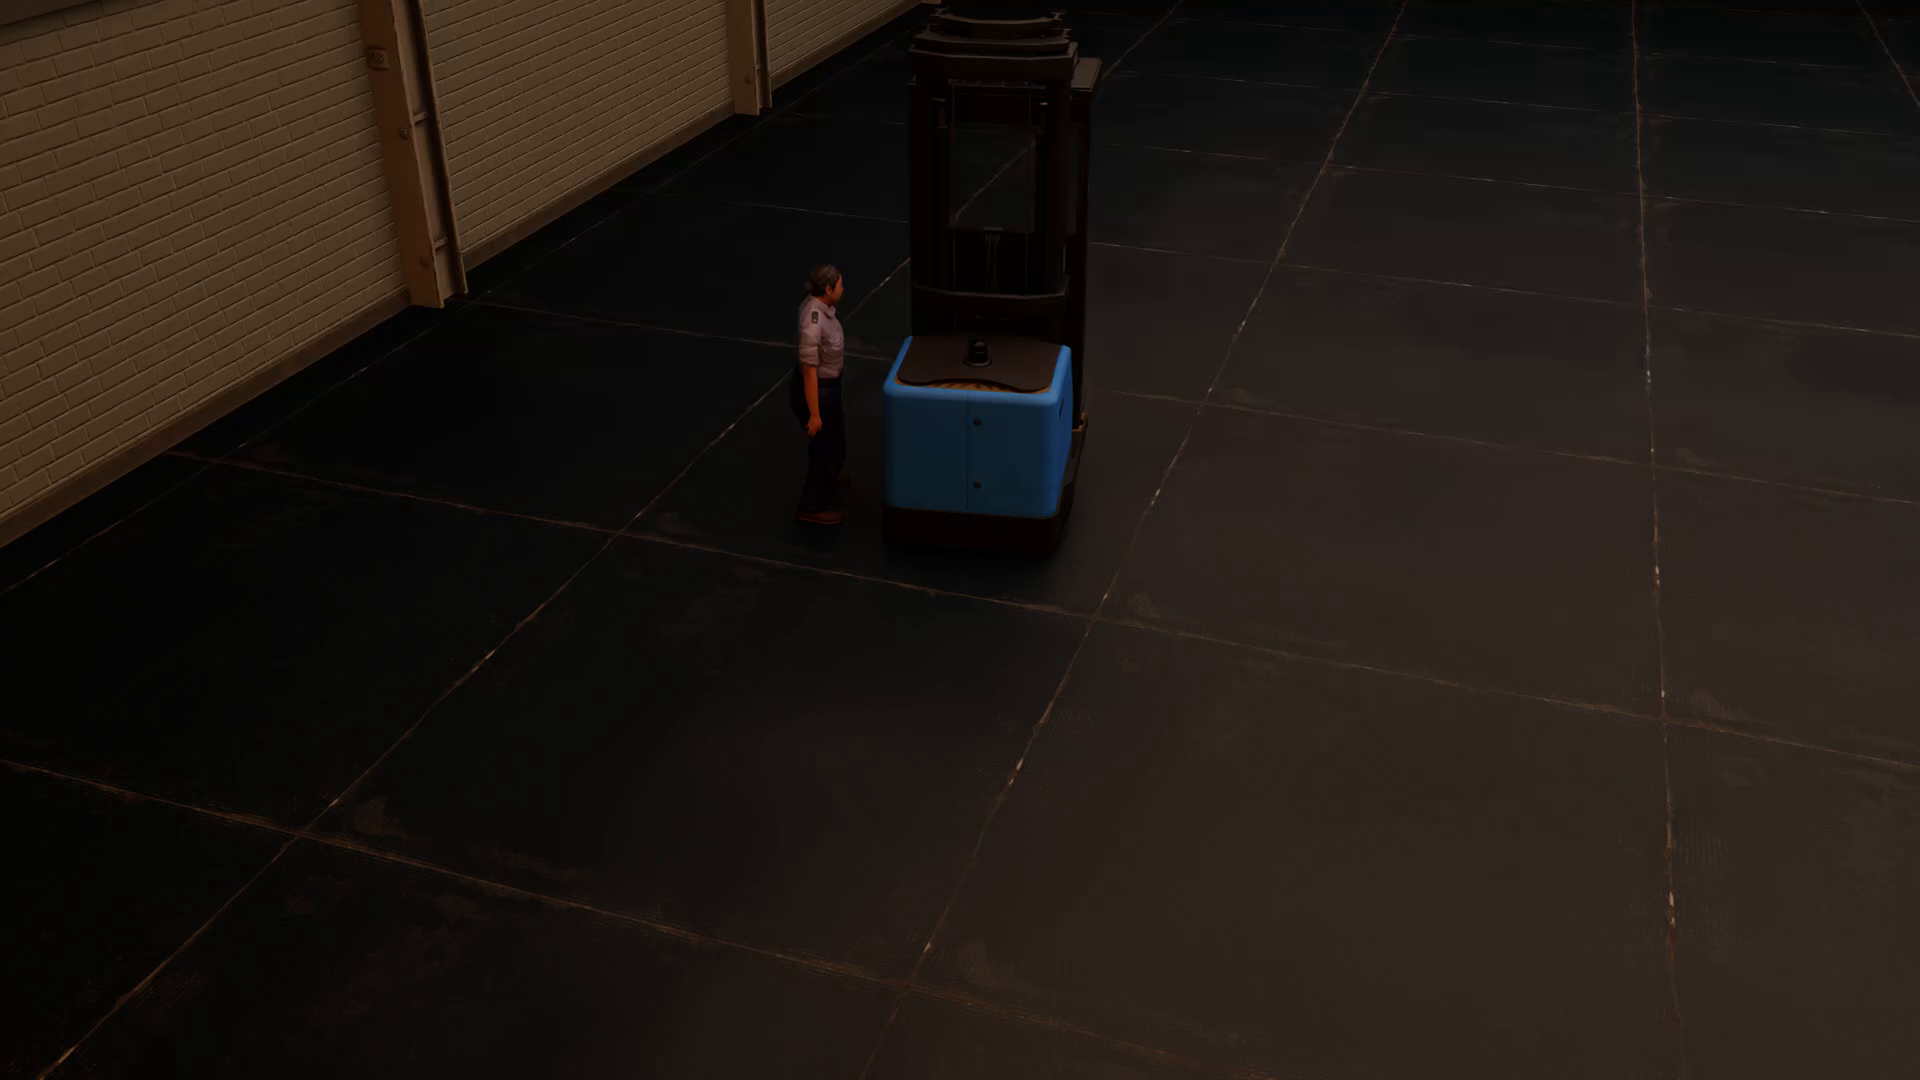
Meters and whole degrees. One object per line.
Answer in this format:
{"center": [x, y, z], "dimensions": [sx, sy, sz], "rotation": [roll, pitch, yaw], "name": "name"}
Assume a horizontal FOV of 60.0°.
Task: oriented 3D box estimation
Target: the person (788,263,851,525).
{"center": [-0.848, -0.902, 10.045], "dimensions": [0.374, 1.627, 0.766], "rotation": [-3, 30, -6], "name": "person"}

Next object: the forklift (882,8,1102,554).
{"center": [0.275, -1.899, 10.467], "dimensions": [1.130, 2.935, 3.031], "rotation": [4, 30, 8], "name": "forklift"}
